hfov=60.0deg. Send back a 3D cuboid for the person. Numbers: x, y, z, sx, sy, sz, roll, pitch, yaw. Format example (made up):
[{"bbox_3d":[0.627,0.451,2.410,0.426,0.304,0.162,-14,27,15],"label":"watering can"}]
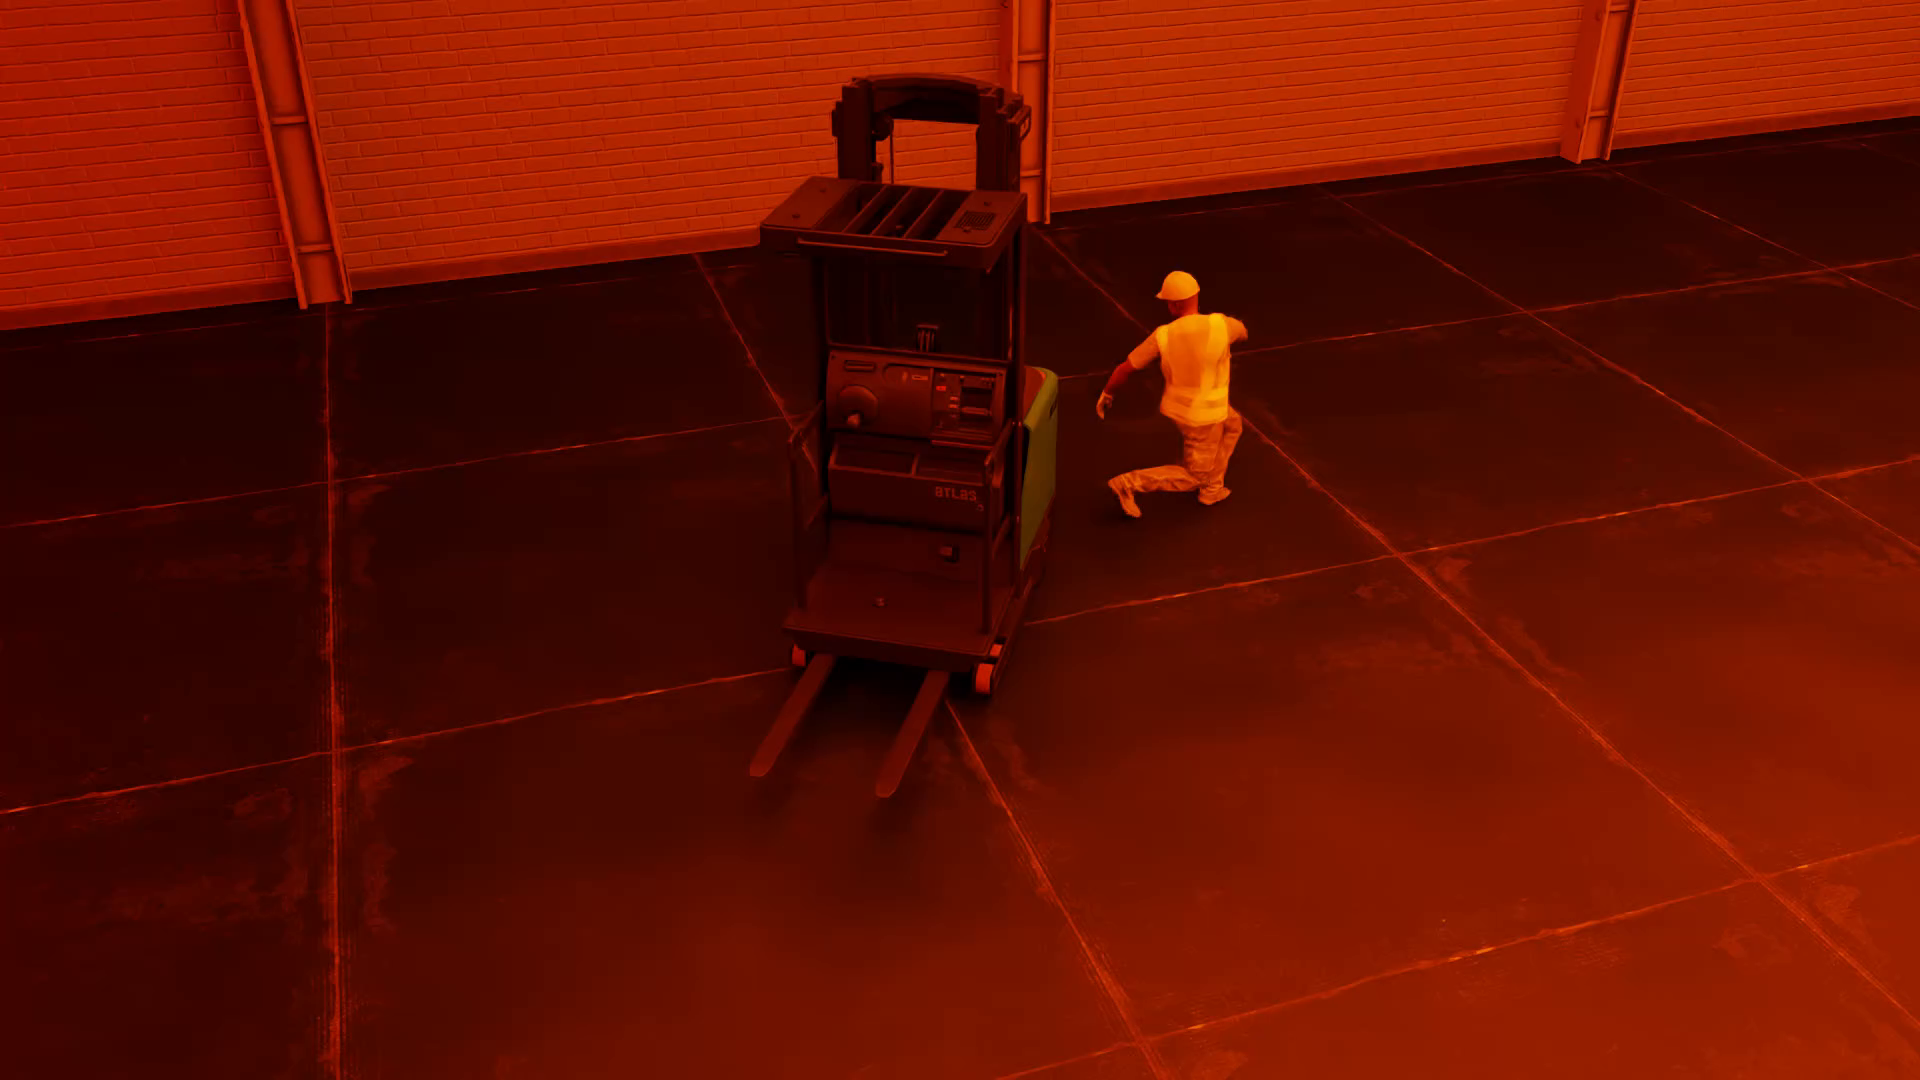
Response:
[{"bbox_3d":[1.313,-0.878,10.082,0.913,1.543,0.698,-19,35,-30],"label":"person"}]

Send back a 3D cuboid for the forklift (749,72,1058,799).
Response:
[{"bbox_3d":[-0.278,-0.679,8.266,1.130,2.935,3.031,7,31,12],"label":"forklift"}]
